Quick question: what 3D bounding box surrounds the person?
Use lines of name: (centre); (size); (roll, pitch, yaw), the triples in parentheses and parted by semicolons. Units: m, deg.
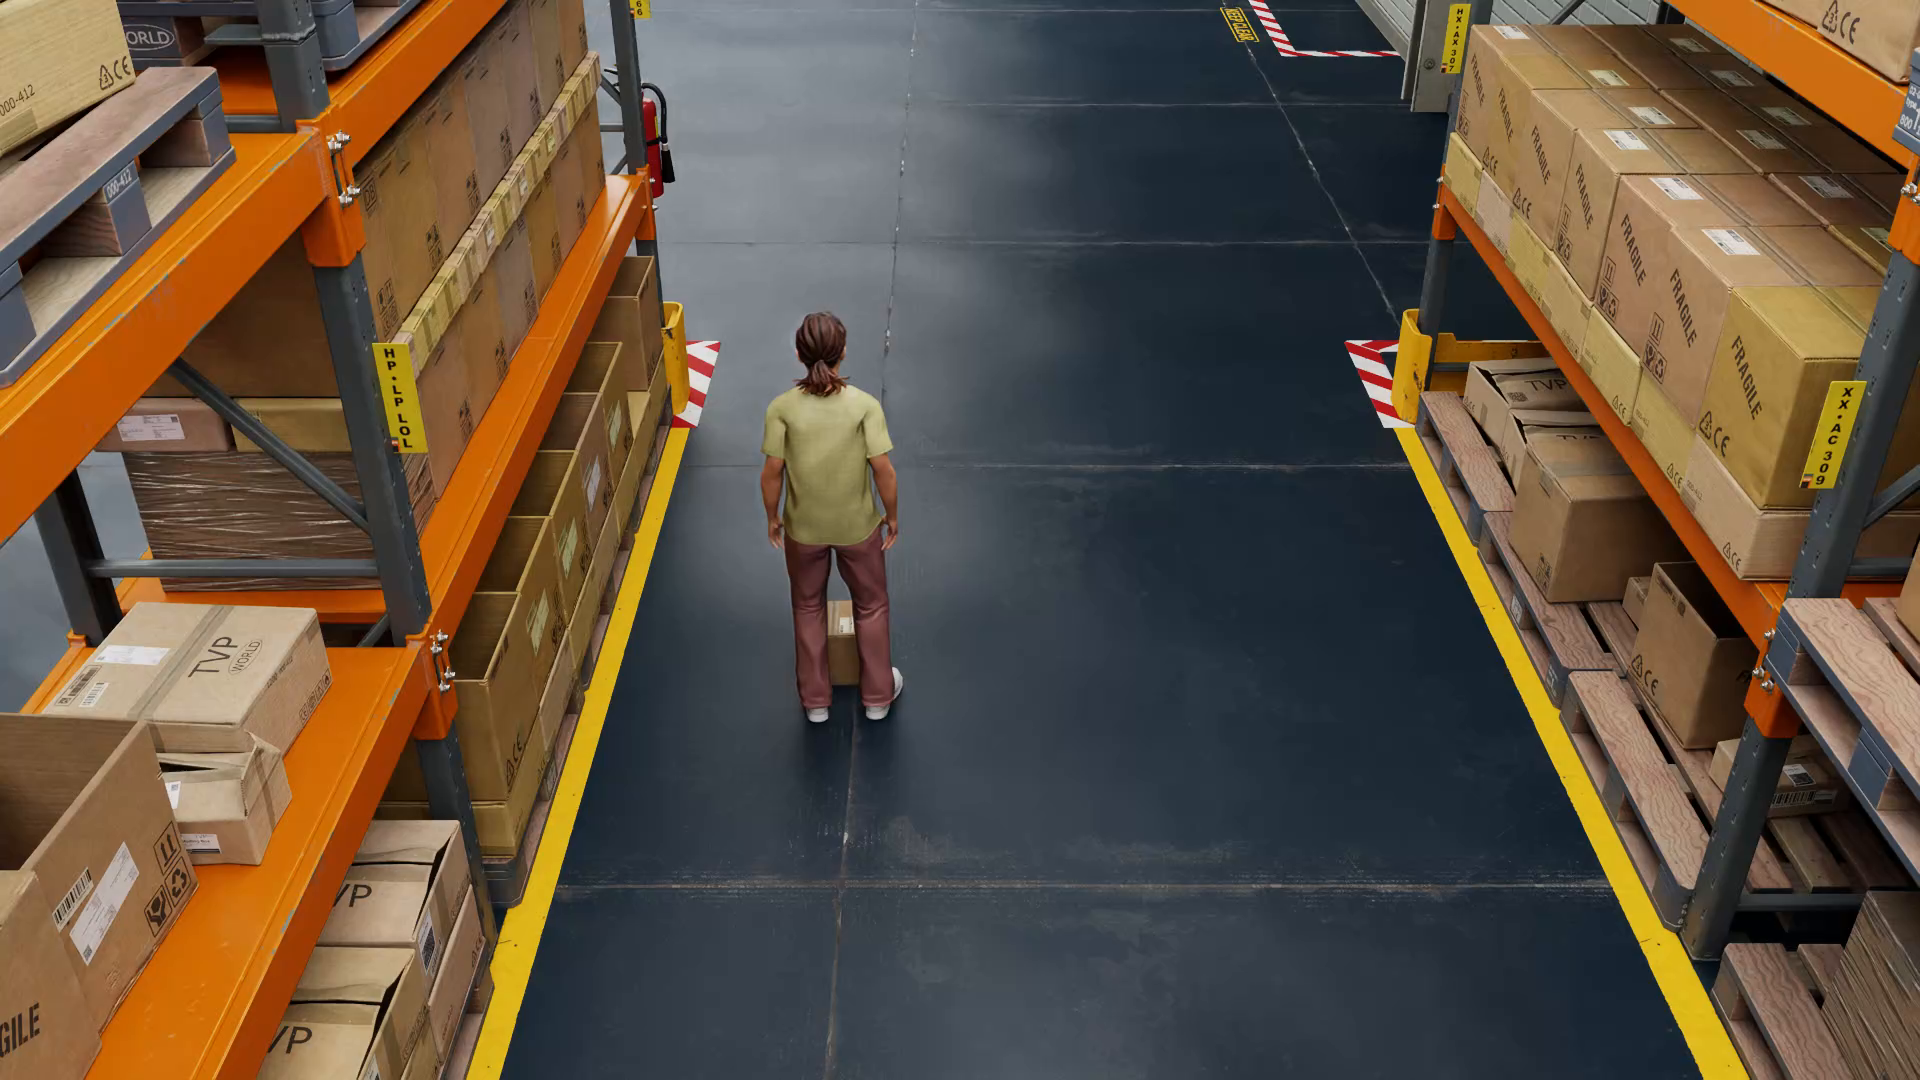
person: (-0.477, -0.040, 6.236); (0.499, 1.636, 0.360); (0, 32, 0)
